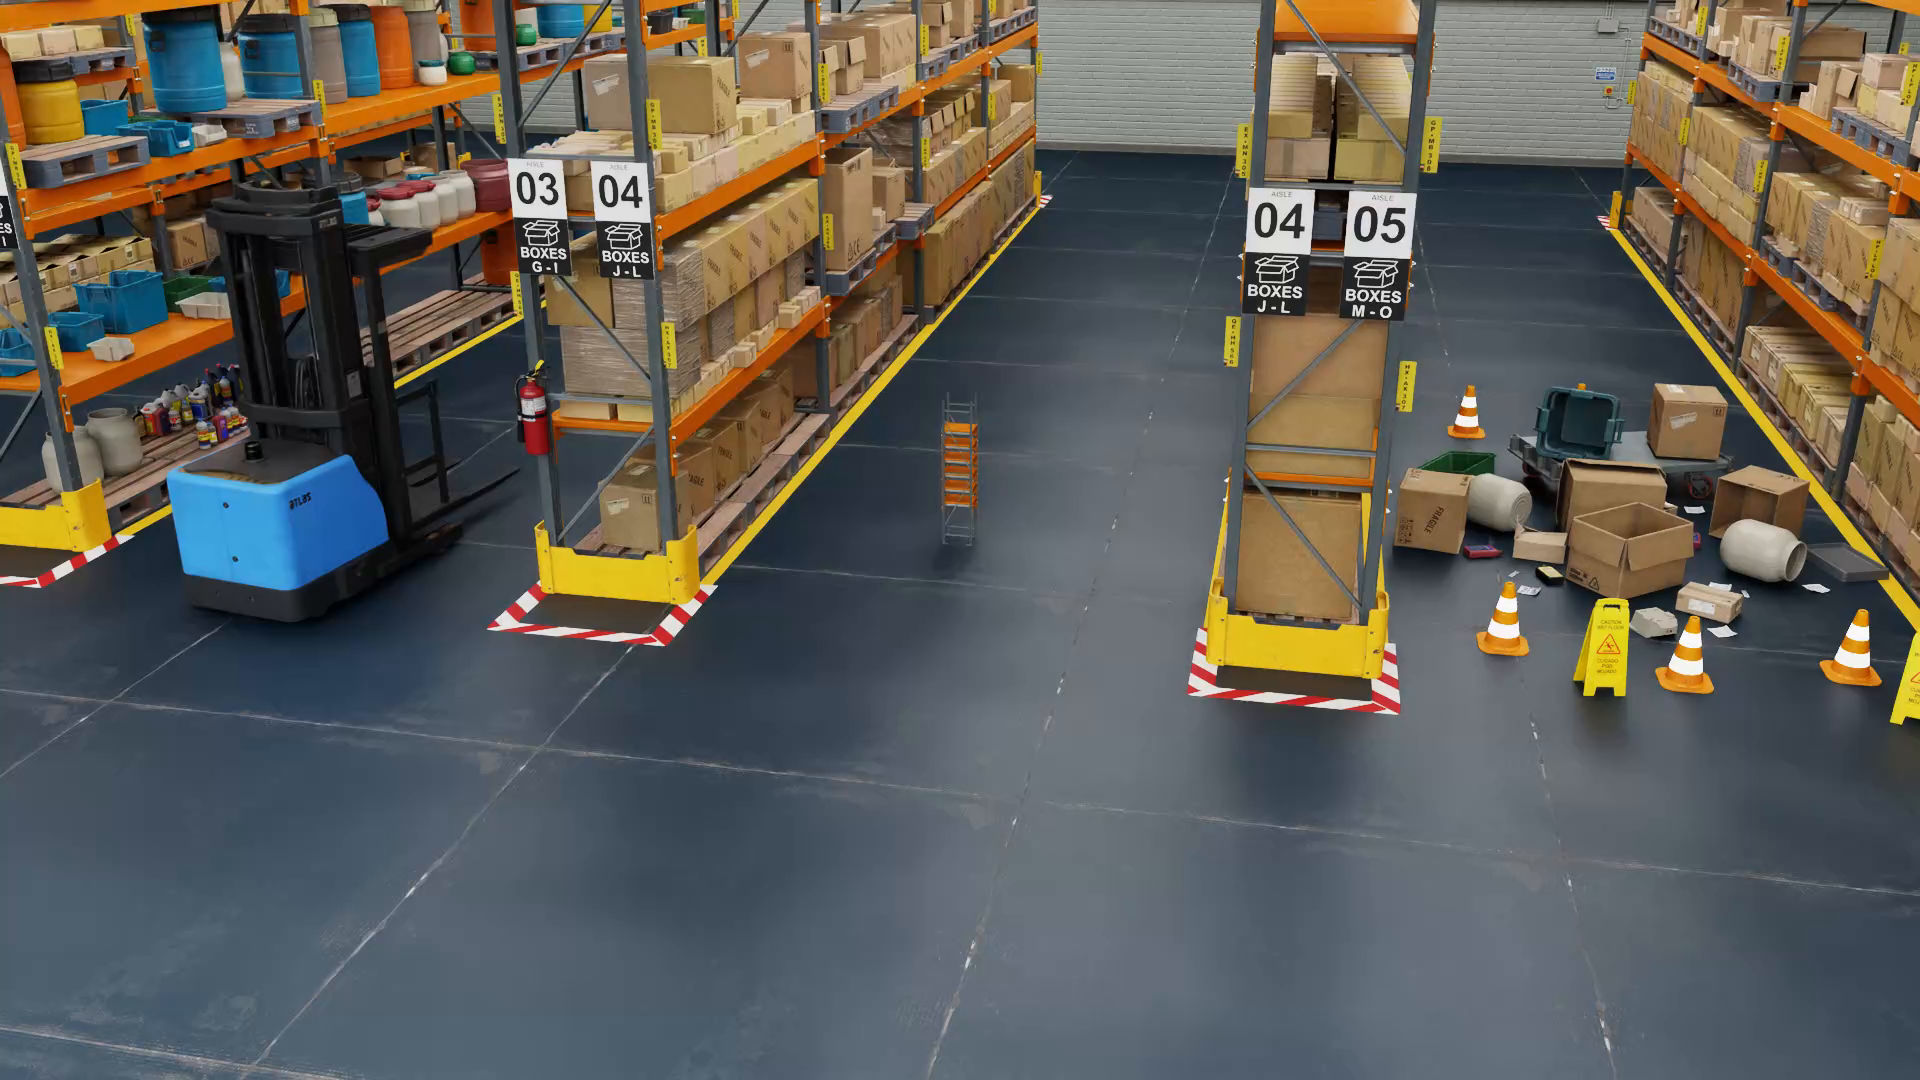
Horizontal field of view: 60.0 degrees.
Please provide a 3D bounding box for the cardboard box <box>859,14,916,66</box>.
[{"bbox_3d":[-0.778,-5.394,17.943,0.500,0.500,0.500,5,22,12],"label":"cardboard box"}]

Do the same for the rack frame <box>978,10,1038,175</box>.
[{"bbox_3d":[0.707,-6.843,26.361,1.000,3.000,0.127,4,22,11],"label":"rack frame"}]

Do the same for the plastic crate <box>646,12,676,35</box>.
[{"bbox_3d":[-4.436,-7.522,24.206,0.497,0.269,0.590,4,22,11],"label":"plastic crate"}]

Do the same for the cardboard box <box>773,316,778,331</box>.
[{"bbox_3d":[-1.790,-1.878,14.369,0.380,0.149,0.250,4,22,11],"label":"cardboard box"}]

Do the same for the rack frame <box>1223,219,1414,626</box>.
[{"bbox_3d":[2.277,-0.577,10.801,1.000,3.000,0.127,4,22,11],"label":"rack frame"}]

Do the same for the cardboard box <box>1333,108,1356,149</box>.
[{"bbox_3d":[2.831,-2.805,11.425,0.500,0.250,0.500,4,22,10],"label":"cardboard box"}]

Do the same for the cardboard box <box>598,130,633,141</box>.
[{"bbox_3d":[-2.490,-2.993,12.453,0.380,0.149,0.250,5,22,12],"label":"cardboard box"}]

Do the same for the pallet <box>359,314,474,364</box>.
[{"bbox_3d":[-6.221,-2.277,18.754,1.003,0.211,1.213,4,22,11],"label":"pallet"}]

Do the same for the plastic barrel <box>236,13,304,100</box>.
[{"bbox_3d":[-6.699,-4.659,16.250,0.600,0.901,0.708,4,22,11],"label":"plastic barrel"}]

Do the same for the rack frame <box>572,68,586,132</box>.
[{"bbox_3d":[-4.958,-5.758,23.666,1.000,3.000,0.127,4,22,11],"label":"rack frame"}]

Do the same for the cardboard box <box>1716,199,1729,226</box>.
[{"bbox_3d":[8.832,-3.668,18.678,0.500,0.250,0.500,4,22,10],"label":"cardboard box"}]

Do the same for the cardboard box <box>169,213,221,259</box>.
[{"bbox_3d":[-10.149,-4.055,22.195,0.500,0.500,0.500,4,22,9],"label":"cardboard box"}]

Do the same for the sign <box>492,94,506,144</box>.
[{"bbox_3d":[-3.097,-2.844,11.229,0.100,0.325,0.005,4,22,11],"label":"sign"}]

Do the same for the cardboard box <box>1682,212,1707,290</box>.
[{"bbox_3d":[9.544,-3.602,20.593,0.875,0.875,0.875,5,23,13],"label":"cardboard box"}]

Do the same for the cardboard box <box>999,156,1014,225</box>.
[{"bbox_3d":[0.287,-5.154,24.449,0.875,0.875,0.875,4,22,11],"label":"cardboard box"}]

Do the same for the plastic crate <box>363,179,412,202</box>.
[{"bbox_3d":[-6.404,-3.757,18.612,0.402,0.464,0.583,4,22,11],"label":"plastic crate"}]

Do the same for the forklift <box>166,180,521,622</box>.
[{"bbox_3d":[-4.629,-1.297,12.681,1.130,2.935,3.031,8,23,19],"label":"forklift"}]

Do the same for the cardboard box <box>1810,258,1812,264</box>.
[{"bbox_3d":[8.268,-2.639,15.696,0.380,0.149,0.250,5,23,13],"label":"cardboard box"}]

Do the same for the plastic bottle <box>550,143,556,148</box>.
[{"bbox_3d":[-5.466,-5.210,22.472,0.152,0.276,0.135,4,22,11],"label":"plastic bottle"}]

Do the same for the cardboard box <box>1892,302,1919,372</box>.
[{"bbox_3d":[7.517,-1.559,12.707,0.500,0.500,0.500,4,22,11],"label":"cardboard box"}]

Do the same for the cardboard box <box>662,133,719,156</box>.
[{"bbox_3d":[-2.018,-2.954,12.355,0.380,0.149,0.250,4,22,11],"label":"cardboard box"}]

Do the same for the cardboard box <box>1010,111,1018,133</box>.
[{"bbox_3d":[0.558,-6.152,24.447,0.500,0.250,0.500,4,22,11],"label":"cardboard box"}]

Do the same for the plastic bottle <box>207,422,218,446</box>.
[{"bbox_3d":[-6.711,-0.953,14.891,0.097,0.201,0.097,0,22,0],"label":"plastic bottle"}]

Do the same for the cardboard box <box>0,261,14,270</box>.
[{"bbox_3d":[-11.327,-3.117,19.477,0.500,0.311,0.500,4,22,10],"label":"cardboard box"}]

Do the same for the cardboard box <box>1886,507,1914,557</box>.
[{"bbox_3d":[7.371,-0.033,12.570,0.500,0.250,0.500,4,22,10],"label":"cardboard box"}]

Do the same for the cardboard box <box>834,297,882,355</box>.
[{"bbox_3d":[-1.252,-2.304,17.847,0.700,0.500,0.500,6,23,15],"label":"cardboard box"}]

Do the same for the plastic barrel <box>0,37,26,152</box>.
[{"bbox_3d":[-7.432,-3.342,12.516,0.600,0.830,0.708,4,22,11],"label":"plastic barrel"}]

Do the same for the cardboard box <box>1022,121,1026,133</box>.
[{"bbox_3d":[0.801,-6.293,25.331,0.380,0.149,0.250,5,22,12],"label":"cardboard box"}]

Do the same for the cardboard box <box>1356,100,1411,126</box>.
[{"bbox_3d":[2.761,-2.746,10.744,0.380,0.149,0.250,4,22,10],"label":"cardboard box"}]

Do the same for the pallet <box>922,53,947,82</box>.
[{"bbox_3d":[-0.846,-5.461,19.166,1.213,0.211,1.003,6,23,13],"label":"pallet"}]

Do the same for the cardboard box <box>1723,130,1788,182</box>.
[{"bbox_3d":[8.830,-4.251,18.451,0.500,0.500,0.500,4,22,11],"label":"cardboard box"}]

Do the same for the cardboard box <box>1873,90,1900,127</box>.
[{"bbox_3d":[8.045,-3.625,13.994,0.500,0.250,0.500,5,22,12],"label":"cardboard box"}]

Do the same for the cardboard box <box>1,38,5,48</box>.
[{"bbox_3d":[-10.989,-5.423,18.456,0.500,0.250,0.500,3,22,6],"label":"cardboard box"}]

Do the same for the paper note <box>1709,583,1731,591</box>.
[{"bbox_3d":[5.708,0.349,12.491,0.148,0.019,0.142,13,25,29],"label":"paper note"}]

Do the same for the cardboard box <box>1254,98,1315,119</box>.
[{"bbox_3d":[2.118,-2.797,10.871,0.380,0.149,0.250,5,22,12],"label":"cardboard box"}]

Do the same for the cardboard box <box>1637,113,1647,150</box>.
[{"bbox_3d":[9.953,-5.794,23.620,0.500,0.500,0.500,4,22,10],"label":"cardboard box"}]

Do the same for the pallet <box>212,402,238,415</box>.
[{"bbox_3d":[-6.768,-1.296,16.321,1.003,0.211,1.213,4,22,11],"label":"pallet"}]

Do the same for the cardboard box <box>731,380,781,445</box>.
[{"bbox_3d":[-1.972,-1.137,14.975,0.500,0.500,0.500,12,25,28],"label":"cardboard box"}]

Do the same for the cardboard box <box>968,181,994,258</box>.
[{"bbox_3d":[-0.220,-4.354,22.462,1.225,0.875,0.875,5,22,11],"label":"cardboard box"}]

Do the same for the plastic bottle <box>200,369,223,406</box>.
[{"bbox_3d":[-7.200,-1.475,15.988,0.144,0.351,0.185,4,22,9],"label":"plastic bottle"}]

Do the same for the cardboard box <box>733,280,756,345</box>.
[{"bbox_3d":[-2.176,-1.929,13.626,0.875,0.500,0.500,4,22,11],"label":"cardboard box"}]

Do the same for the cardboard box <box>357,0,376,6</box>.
[{"bbox_3d":[-9.250,-8.215,25.282,0.500,0.250,0.500,4,22,11],"label":"cardboard box"}]

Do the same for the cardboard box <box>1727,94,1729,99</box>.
[{"bbox_3d":[9.958,-5.724,21.240,0.380,0.149,0.250,4,22,10],"label":"cardboard box"}]

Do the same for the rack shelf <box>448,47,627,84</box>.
[{"bbox_3d":[-5.366,-6.084,21.424,1.077,0.370,4.000,4,22,11],"label":"rack shelf"}]

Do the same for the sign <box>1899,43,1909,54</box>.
[{"bbox_3d":[9.307,-4.751,16.459,0.100,0.325,0.005,4,22,11],"label":"sign"}]

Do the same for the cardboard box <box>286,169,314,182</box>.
[{"bbox_3d":[-9.968,-5.412,25.563,0.500,0.500,0.500,4,22,11],"label":"cardboard box"}]

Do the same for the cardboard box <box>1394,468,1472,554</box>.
[{"bbox_3d":[3.781,-0.235,13.296,0.500,0.500,0.500,8,23,20],"label":"cardboard box"}]

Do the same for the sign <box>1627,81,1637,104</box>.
[{"bbox_3d":[9.866,-6.571,24.419,0.100,0.325,0.005,4,22,11],"label":"sign"}]

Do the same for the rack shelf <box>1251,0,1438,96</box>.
[{"bbox_3d":[2.685,-3.572,11.706,1.077,0.370,4.000,4,22,11],"label":"rack shelf"}]

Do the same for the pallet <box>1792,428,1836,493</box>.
[{"bbox_3d":[8.117,-0.691,14.817,1.003,0.211,1.213,4,22,11],"label":"pallet"}]

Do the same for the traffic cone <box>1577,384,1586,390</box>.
[{"bbox_3d":[5.922,-1.265,15.906,0.336,0.463,0.334,4,22,11],"label":"traffic cone"}]

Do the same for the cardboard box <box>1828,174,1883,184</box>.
[{"bbox_3d":[8.955,-3.354,16.603,0.500,0.500,0.500,4,22,9],"label":"cardboard box"}]

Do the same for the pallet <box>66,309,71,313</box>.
[{"bbox_3d":[-10.829,-3.083,20.756,1.003,0.211,1.213,4,22,11],"label":"pallet"}]

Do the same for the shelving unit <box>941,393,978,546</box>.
[{"bbox_3d":[-0.003,-0.551,13.147,0.258,1.200,0.189,4,22,11],"label":"shelving unit"}]

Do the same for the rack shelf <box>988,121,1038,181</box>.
[{"bbox_3d":[0.299,-5.778,24.679,1.077,0.370,4.000,4,22,11],"label":"rack shelf"}]

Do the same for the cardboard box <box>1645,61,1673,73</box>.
[{"bbox_3d":[10.065,-6.790,23.889,0.380,0.149,0.250,5,22,12],"label":"cardboard box"}]
